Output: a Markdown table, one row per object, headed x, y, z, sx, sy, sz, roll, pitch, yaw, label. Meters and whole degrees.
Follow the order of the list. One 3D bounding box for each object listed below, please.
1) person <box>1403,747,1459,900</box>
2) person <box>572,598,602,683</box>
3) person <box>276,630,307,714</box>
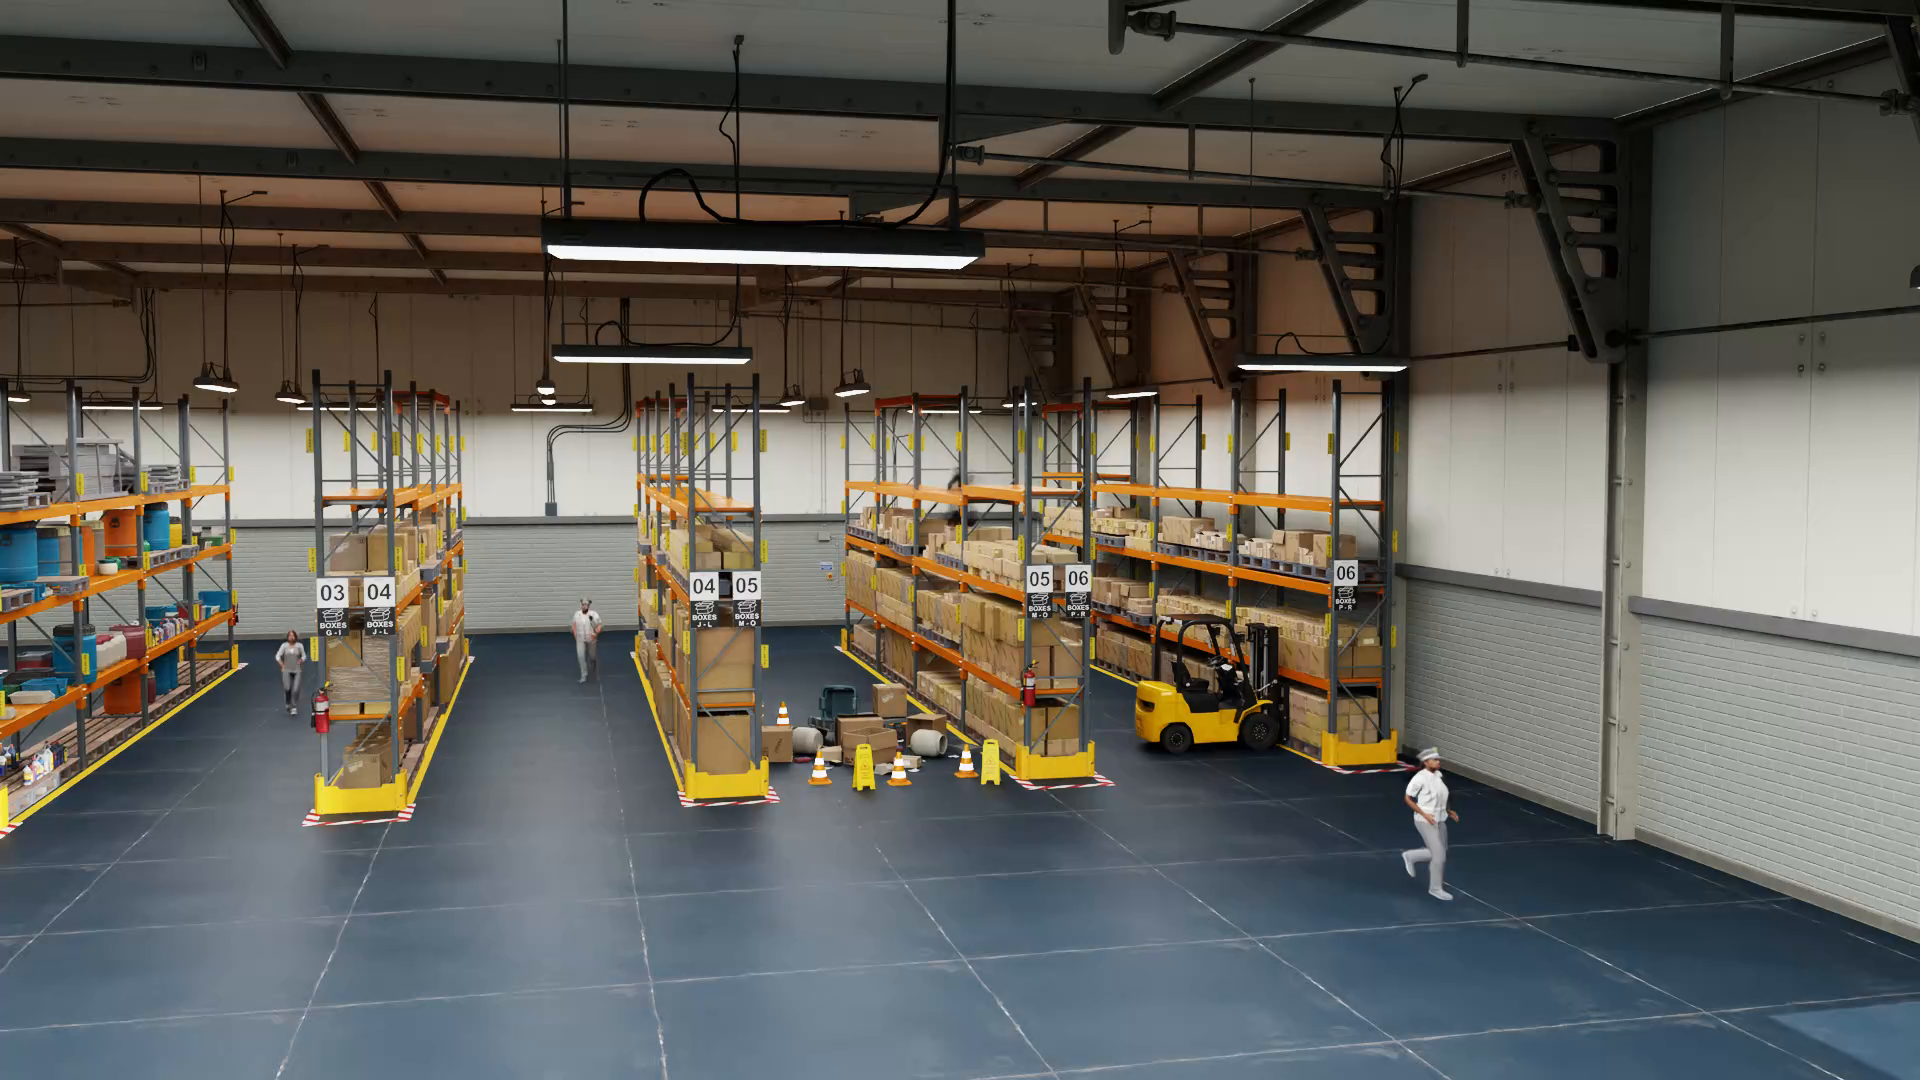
| x | y | z | sx | sy | sz | roll | pitch | yaw | label |
| --- | --- | --- | --- | --- | --- | --- | --- | --- | --- |
| 5.173 | 3.117 | 18.473 | 0.557 | 1.677 | 0.686 | -3 | 4 | -40 | person |
| -7.934 | 2.115 | 35.343 | 0.648 | 1.777 | 0.977 | 0 | 3 | -8 | person |
| -12.303 | 2.443 | 30.614 | 0.527 | 1.559 | 0.550 | -1 | 4 | -23 | person |
